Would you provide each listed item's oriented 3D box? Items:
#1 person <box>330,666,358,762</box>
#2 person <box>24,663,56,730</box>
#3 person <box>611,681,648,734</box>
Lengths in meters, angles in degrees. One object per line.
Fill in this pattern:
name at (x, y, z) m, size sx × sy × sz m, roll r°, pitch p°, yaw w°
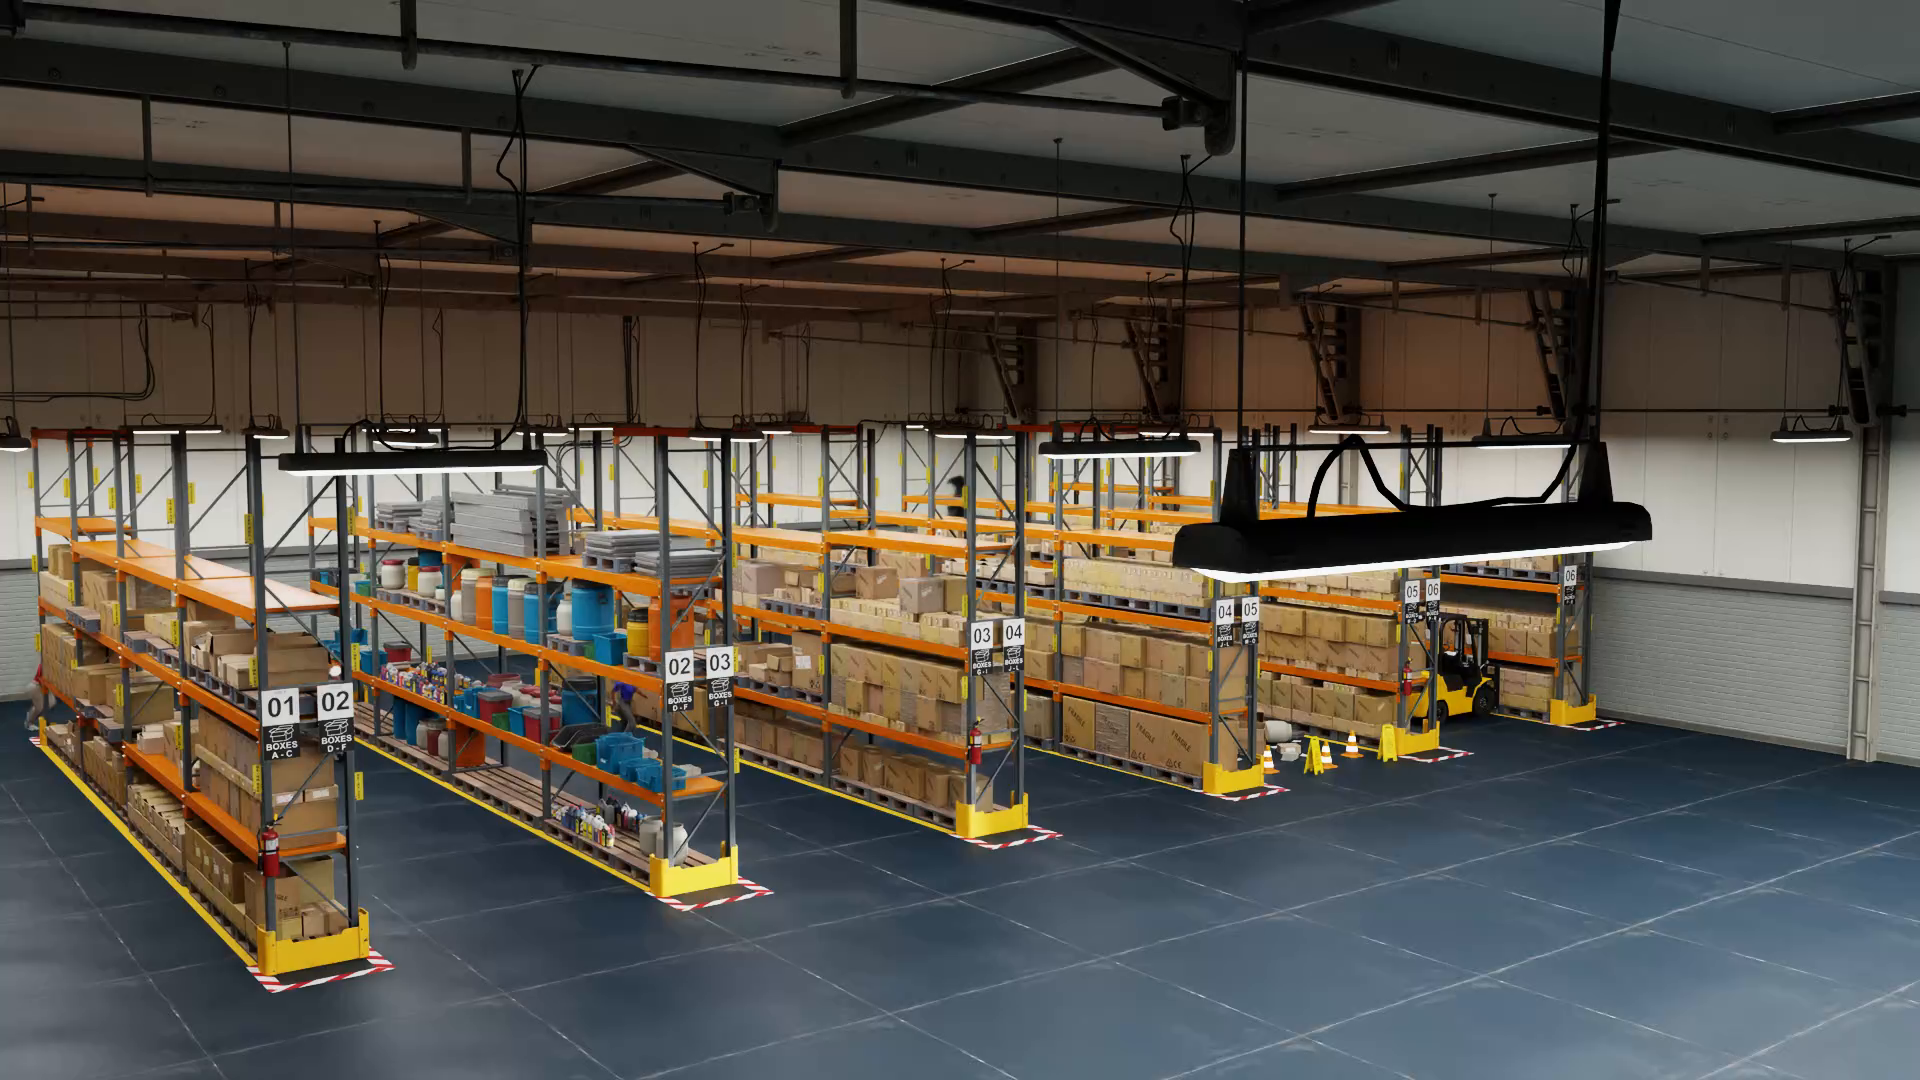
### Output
person at (-11.261, 3.117, 30.006) m, size 0.645 × 1.747 × 0.617 m, roll 2°, pitch 5°, yaw 21°
person at (-18.097, 2.948, 32.900) m, size 0.825 × 1.591 × 0.635 m, roll 0°, pitch 4°, yaw -3°
person at (-6.211, 3.122, 31.220) m, size 0.769 × 1.618 × 0.597 m, roll 1°, pitch 5°, yaw 12°
